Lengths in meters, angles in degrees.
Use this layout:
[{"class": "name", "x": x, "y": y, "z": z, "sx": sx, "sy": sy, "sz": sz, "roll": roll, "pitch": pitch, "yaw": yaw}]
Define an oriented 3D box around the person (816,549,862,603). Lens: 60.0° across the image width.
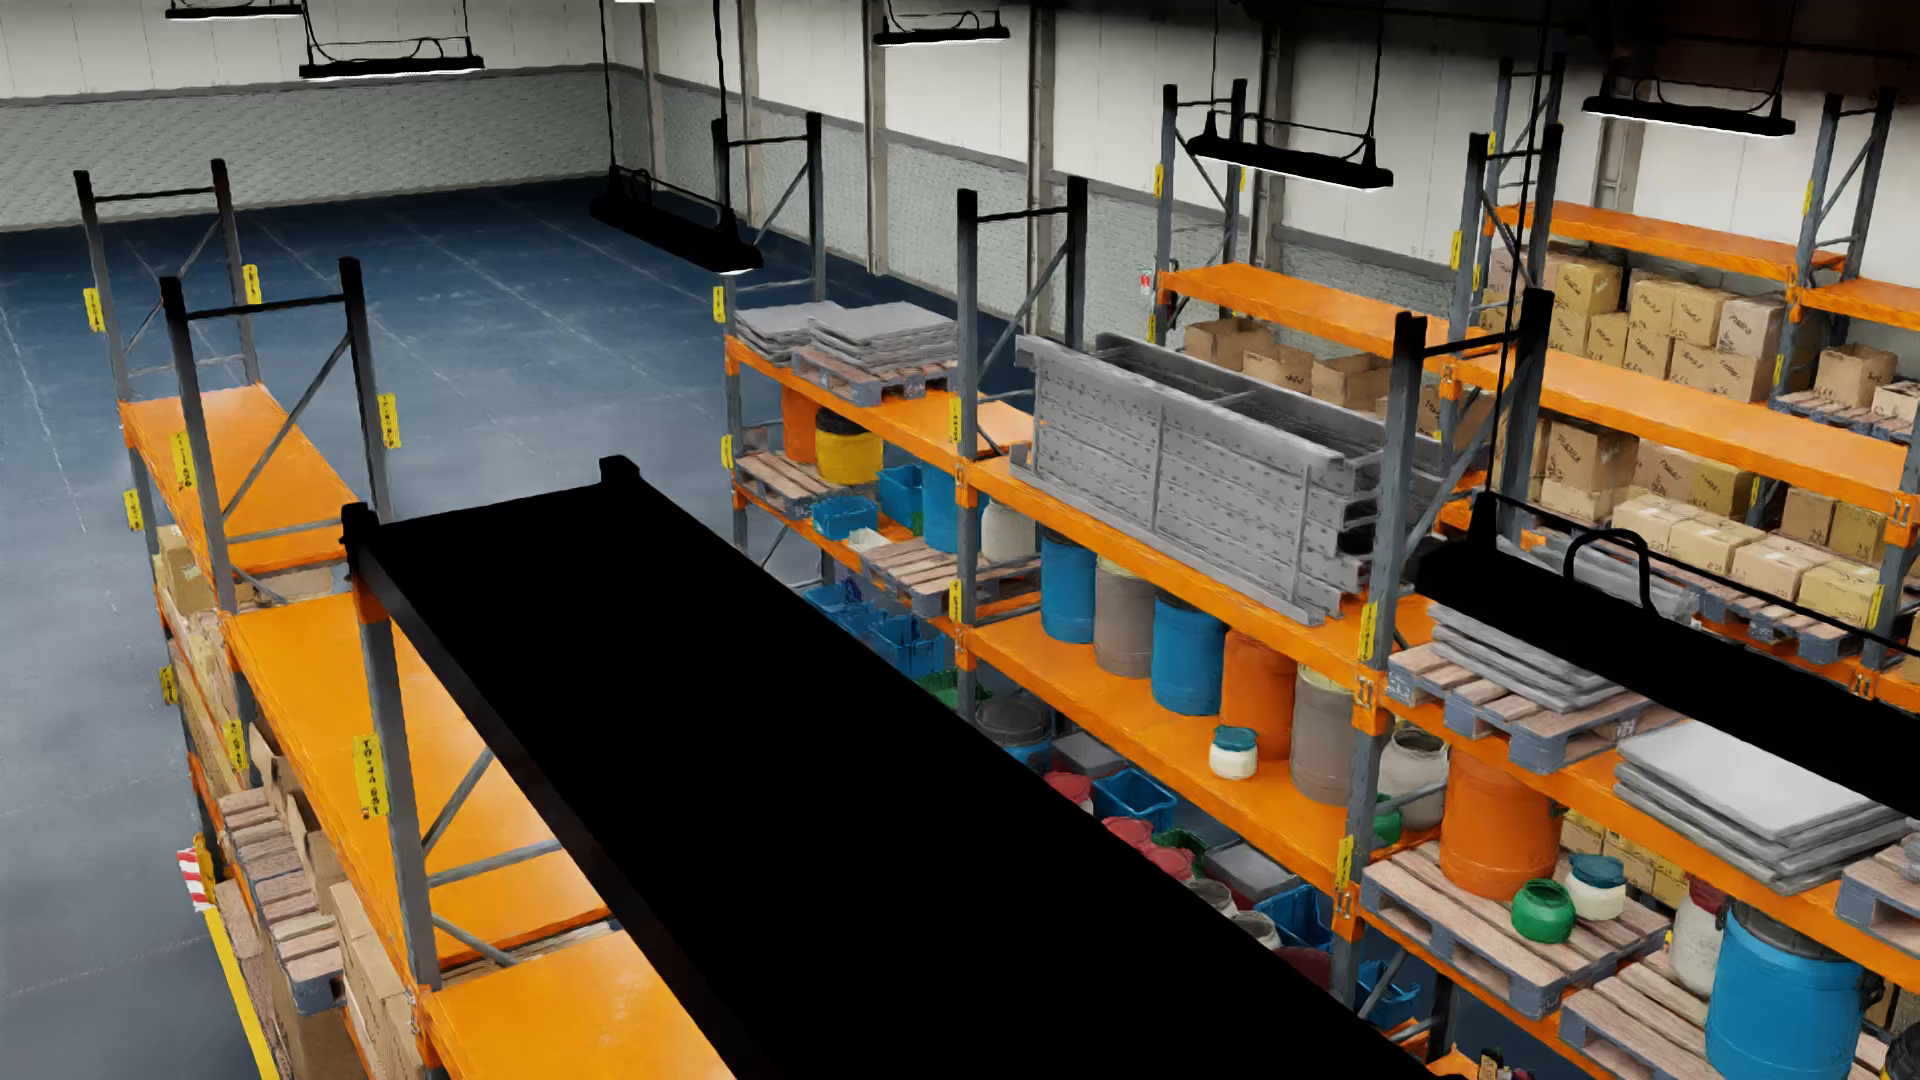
[{"class": "person", "x": -1.317, "y": 0.607, "z": 17.741, "sx": 0.785, "sy": 1.585, "sz": 0.660, "roll": 16, "pitch": 27, "yaw": 34}]
